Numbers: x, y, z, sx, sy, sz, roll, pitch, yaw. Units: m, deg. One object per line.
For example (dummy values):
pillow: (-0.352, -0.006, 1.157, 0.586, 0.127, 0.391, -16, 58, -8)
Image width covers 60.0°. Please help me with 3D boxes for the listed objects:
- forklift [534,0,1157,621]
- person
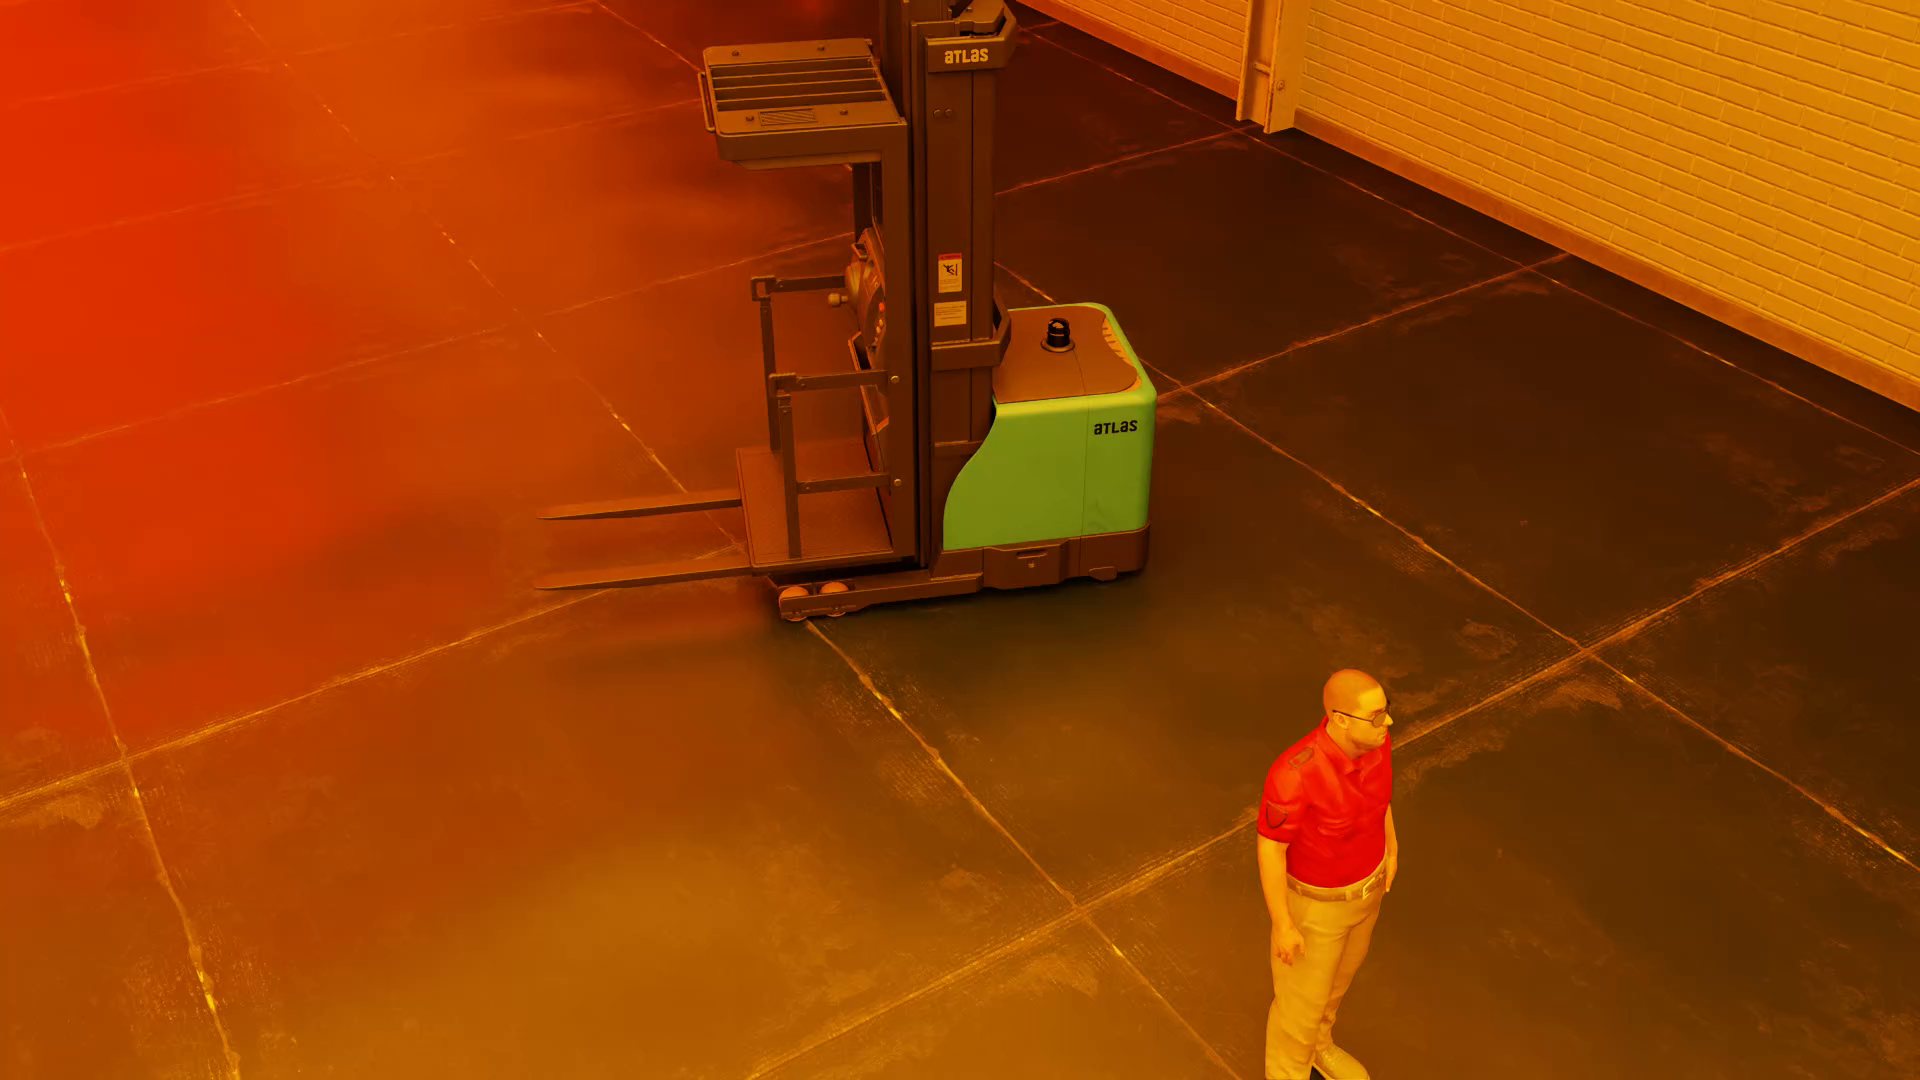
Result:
forklift: (-0.618, -1.133, 7.761, 3.031, 2.935, 1.130, -6, 36, -9)
person: (1.279, 1.205, 5.465, 0.642, 1.729, 0.550, -27, 43, -33)
